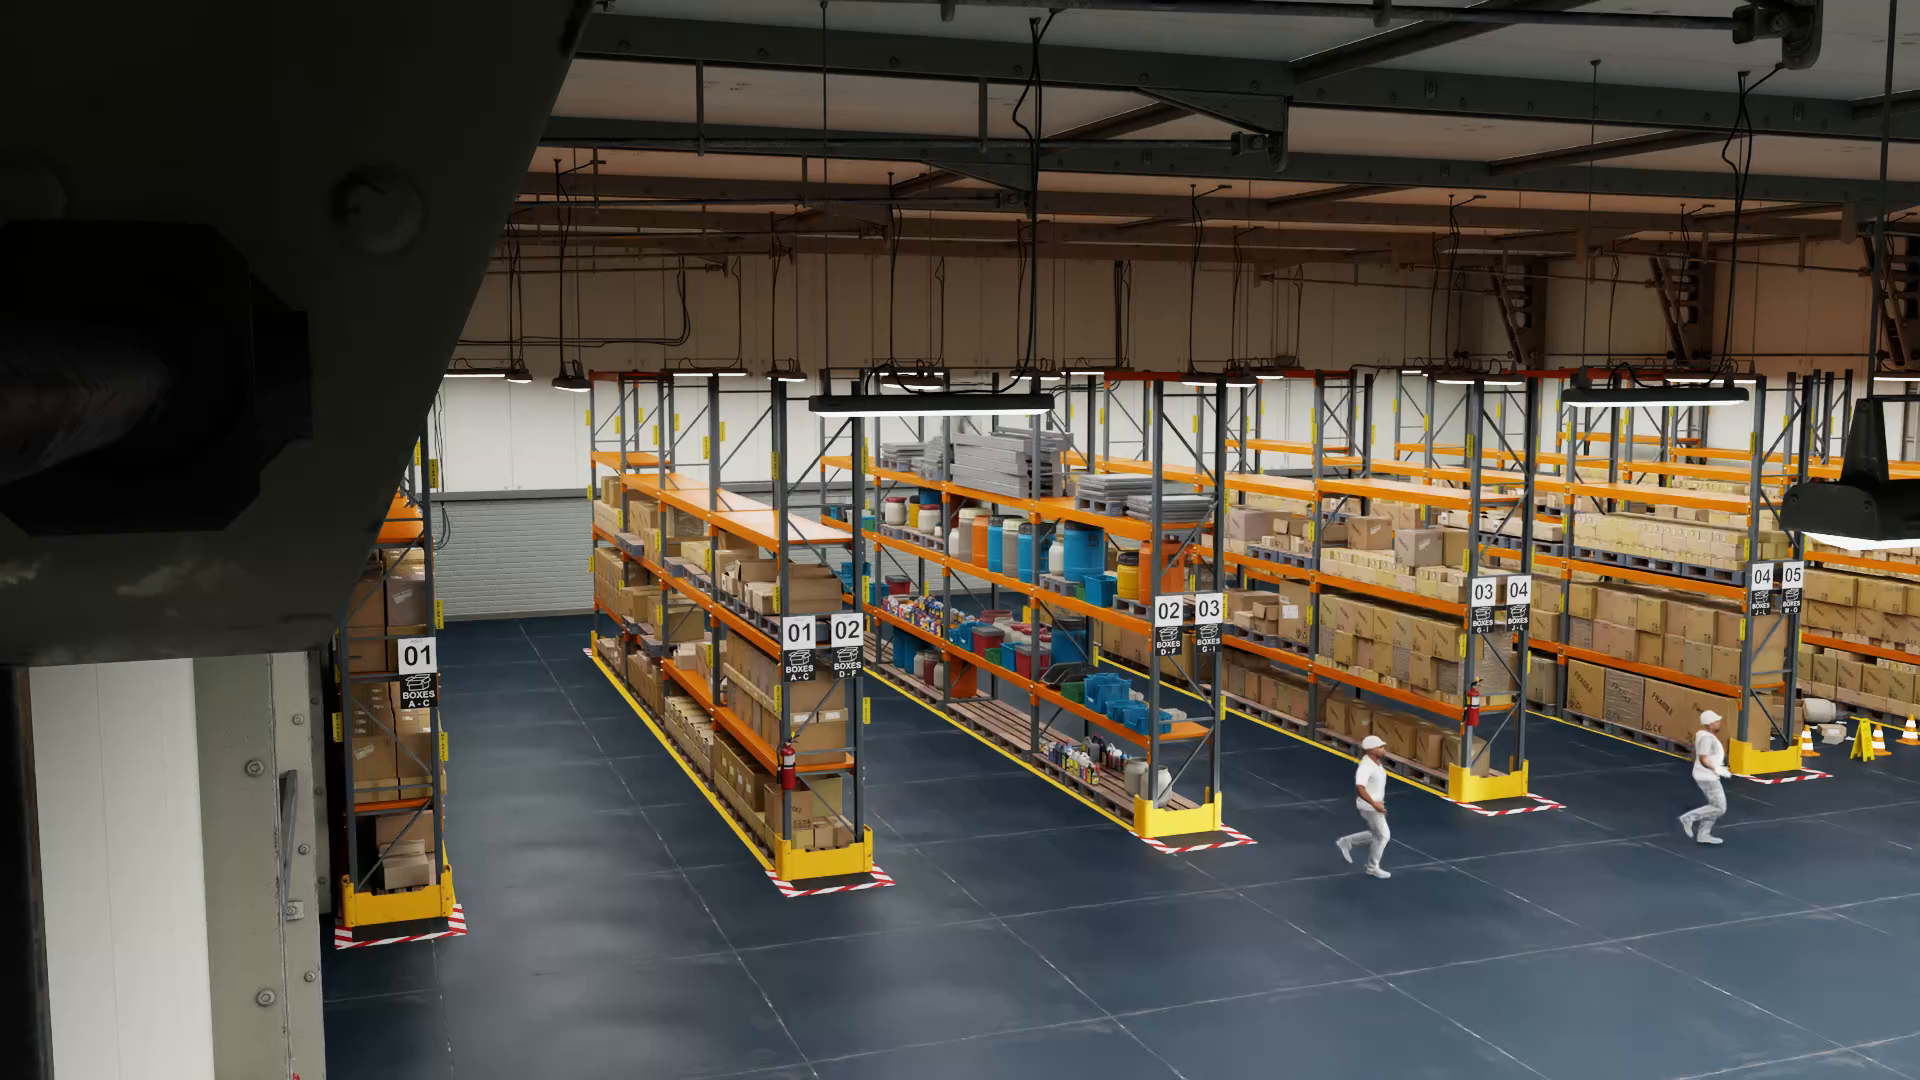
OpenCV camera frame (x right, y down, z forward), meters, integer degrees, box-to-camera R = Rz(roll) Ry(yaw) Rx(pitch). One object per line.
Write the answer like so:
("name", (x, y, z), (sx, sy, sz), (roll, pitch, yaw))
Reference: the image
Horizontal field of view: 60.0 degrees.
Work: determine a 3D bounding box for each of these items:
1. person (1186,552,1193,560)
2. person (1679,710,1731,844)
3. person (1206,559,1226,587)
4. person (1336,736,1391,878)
("person", (5.331, 1.126, 38.871), (0.654, 1.825, 0.732), (0, 6, 0))
("person", (9.645, 3.066, 21.545), (0.590, 1.737, 0.668), (2, 7, 17))
("person", (6.367, 0.804, 41.557), (1.034, 1.718, 0.759), (2, 7, 17))
("person", (4.928, 3.223, 20.251), (0.666, 1.727, 0.727), (2, 7, 17))
